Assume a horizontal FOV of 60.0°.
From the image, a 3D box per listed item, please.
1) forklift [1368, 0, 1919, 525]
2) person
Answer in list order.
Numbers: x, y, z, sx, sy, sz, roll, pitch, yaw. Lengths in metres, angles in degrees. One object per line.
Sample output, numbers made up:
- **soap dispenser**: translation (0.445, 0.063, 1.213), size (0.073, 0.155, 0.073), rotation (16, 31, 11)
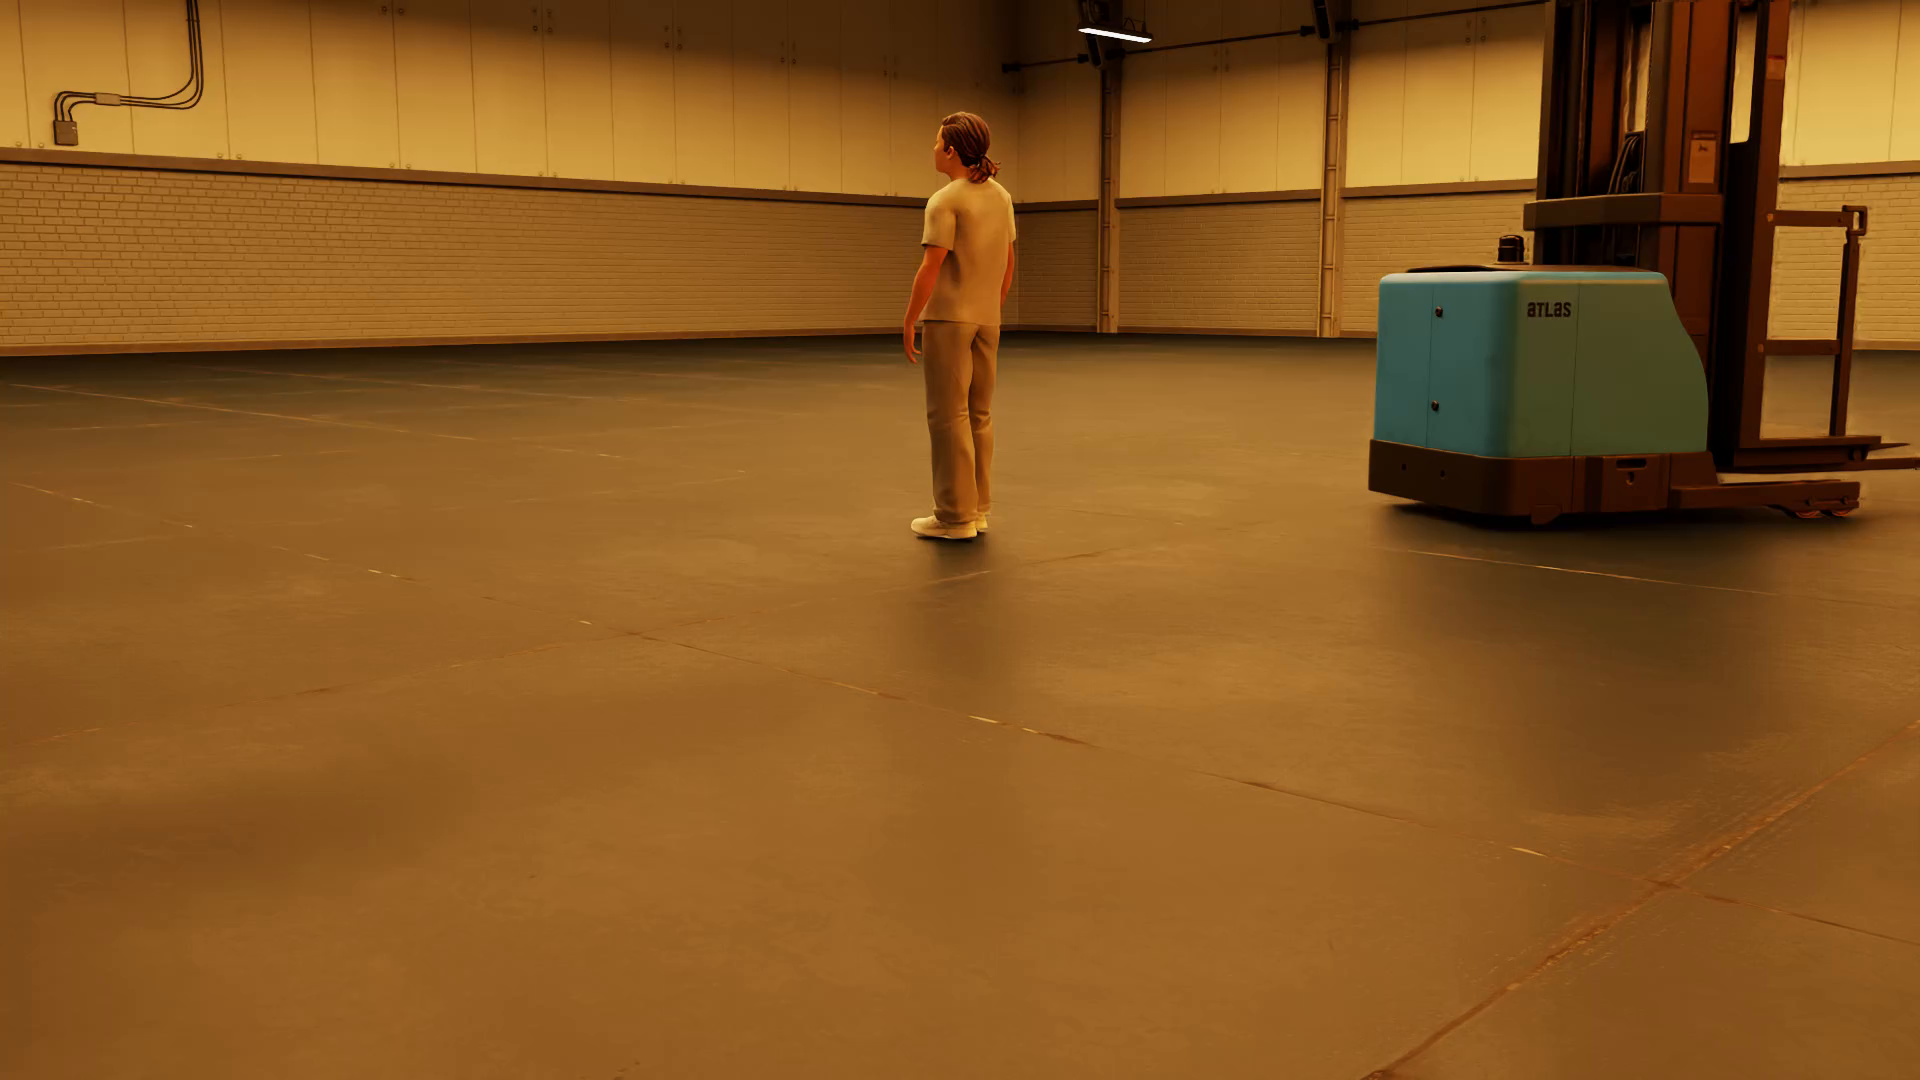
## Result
- **forklift**: translation (3.488, -1.614, 7.595), size (3.031, 2.935, 1.130), rotation (-3, 9, -17)
- **person**: translation (-0.044, -0.845, 6.652), size (0.548, 1.673, 0.549), rotation (8, 12, 43)
